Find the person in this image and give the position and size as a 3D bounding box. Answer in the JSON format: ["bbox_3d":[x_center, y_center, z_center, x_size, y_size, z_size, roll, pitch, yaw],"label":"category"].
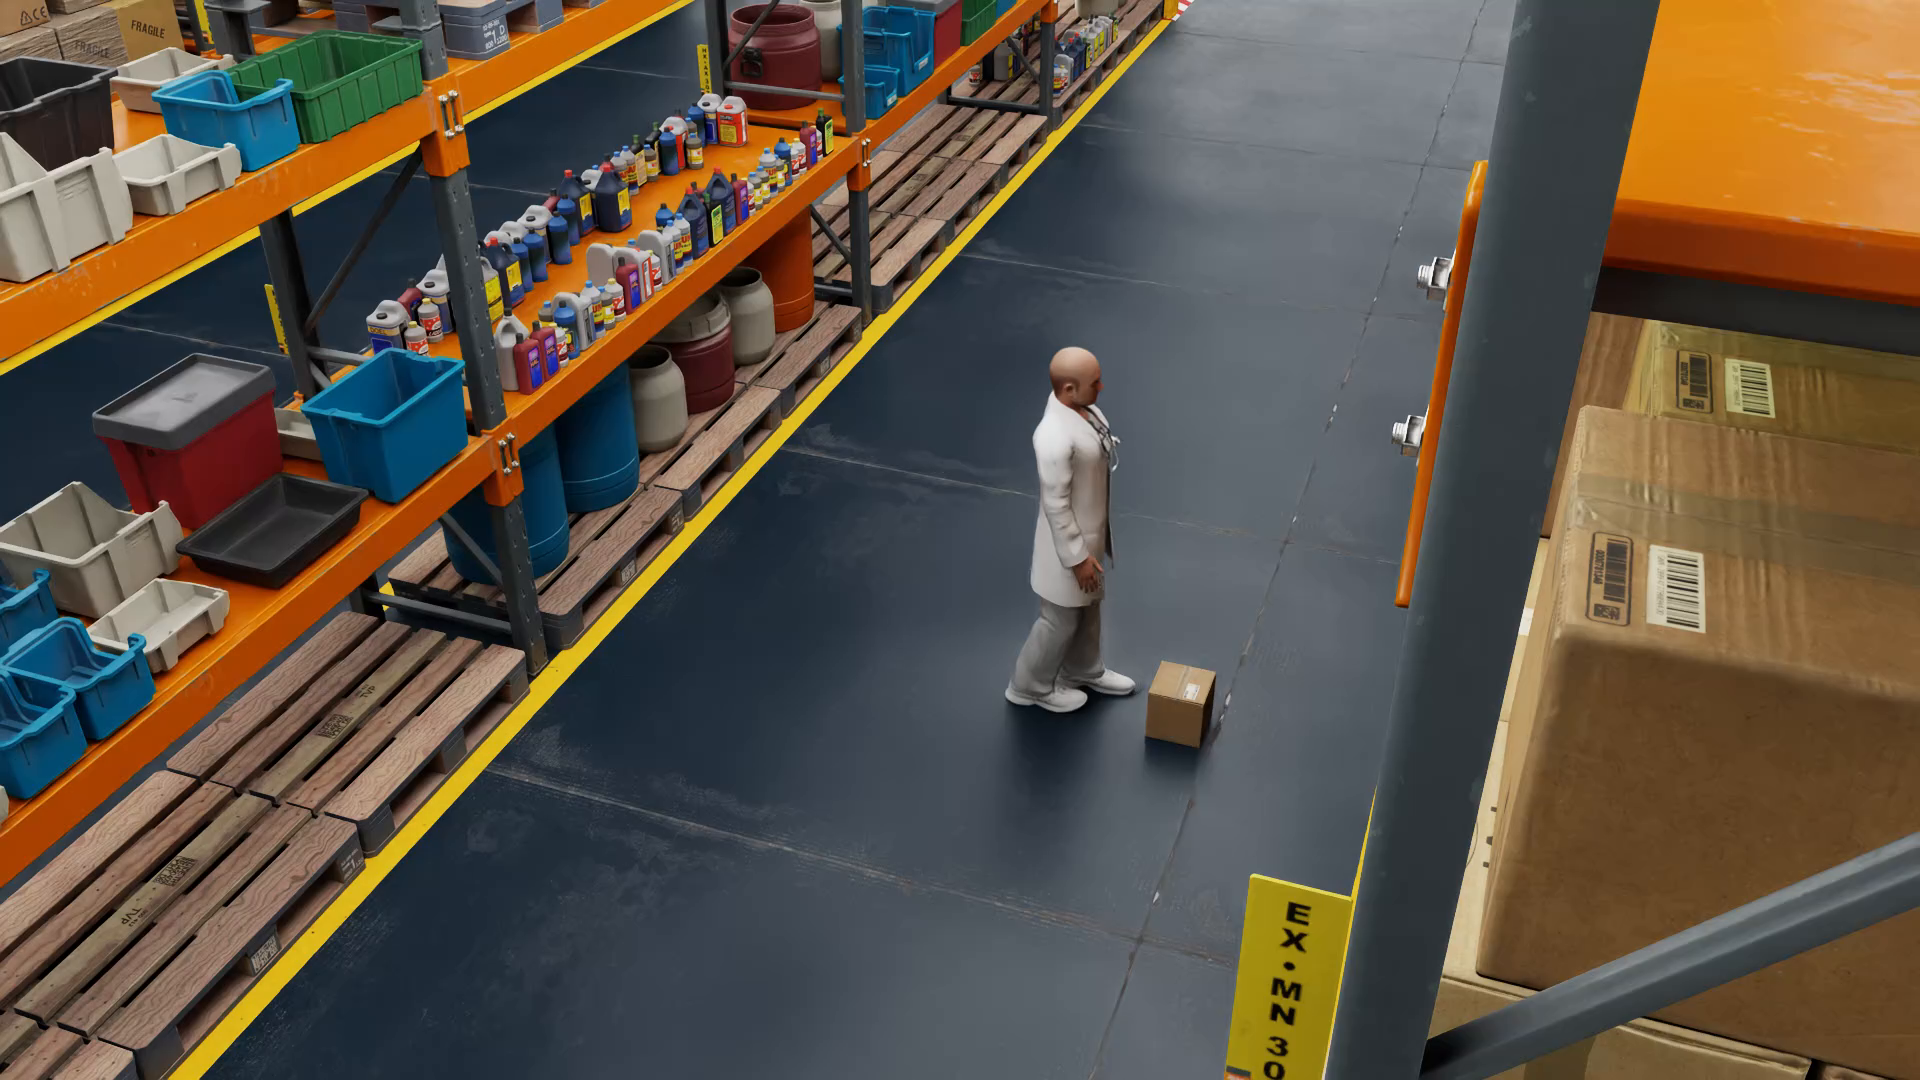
[{"bbox_3d":[0.506,-0.020,7.174,0.570,1.794,0.596,7,34,11],"label":"person"}]
